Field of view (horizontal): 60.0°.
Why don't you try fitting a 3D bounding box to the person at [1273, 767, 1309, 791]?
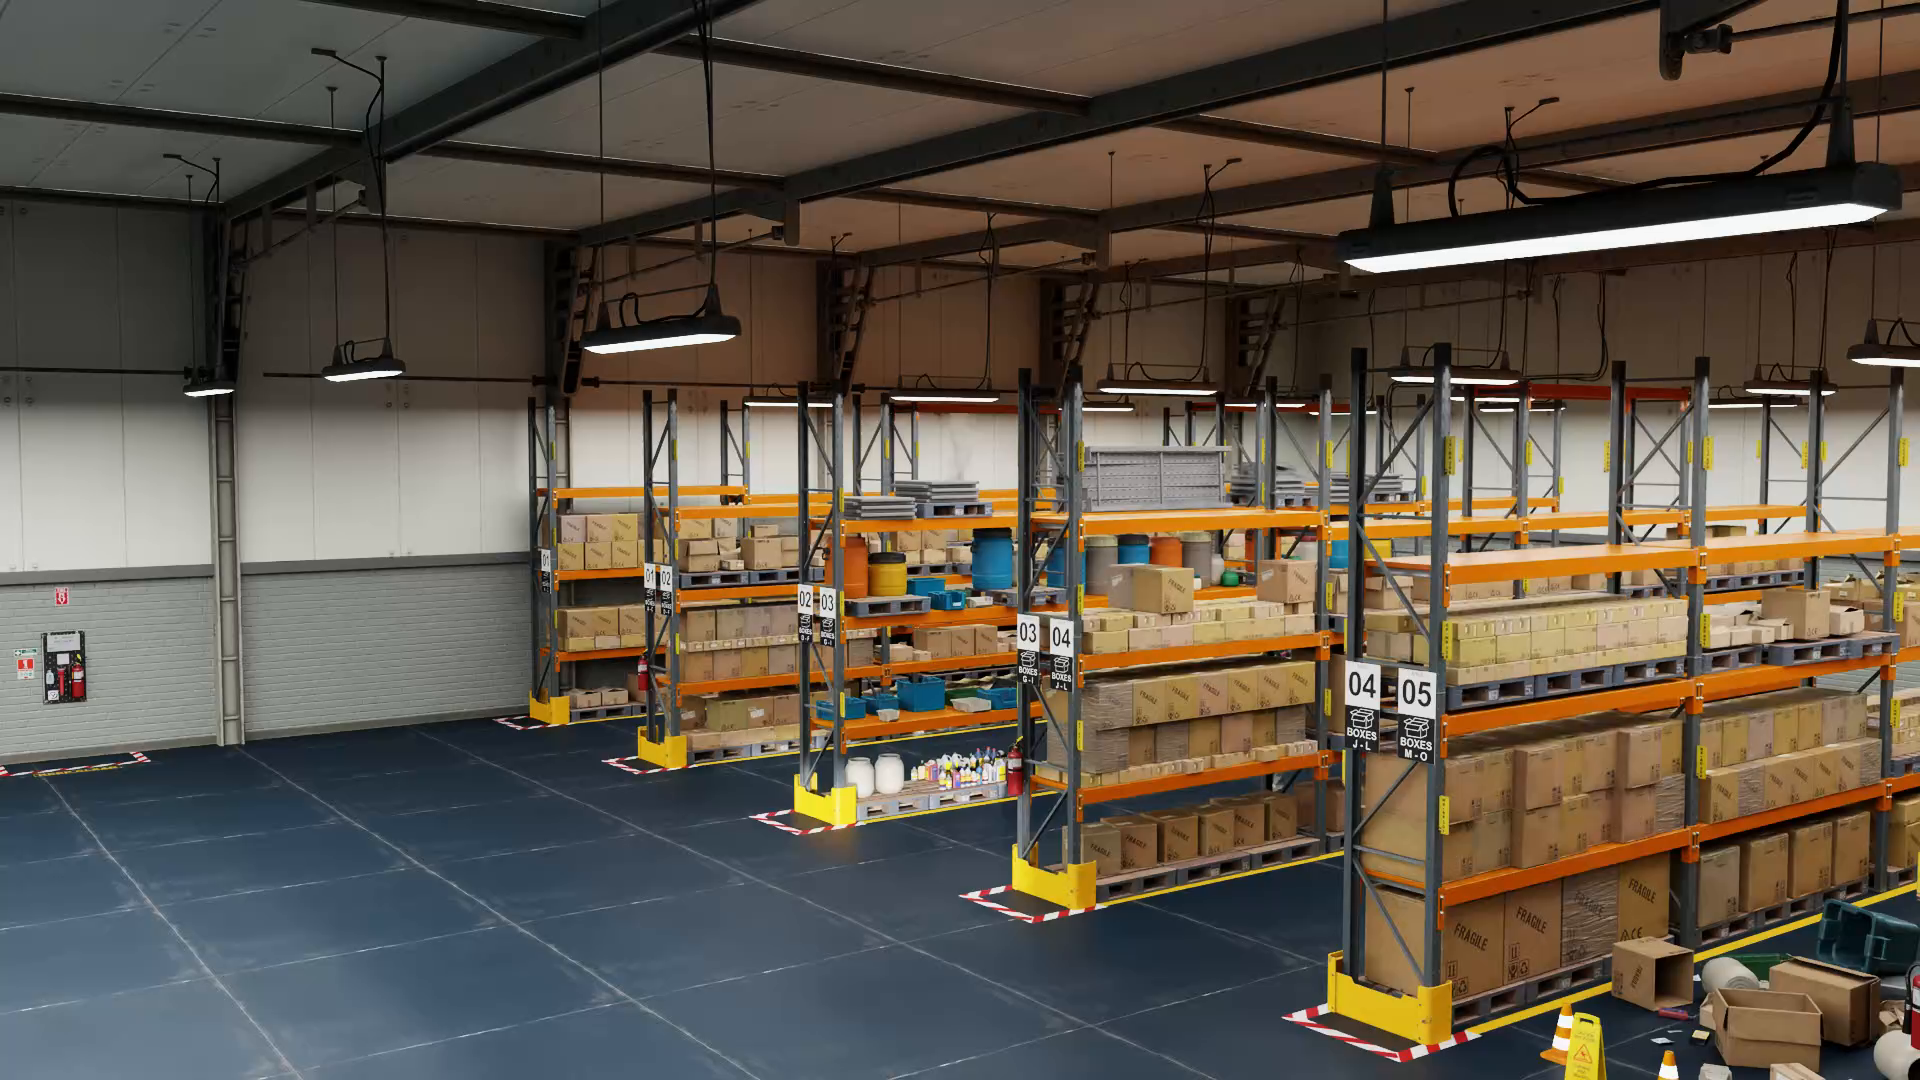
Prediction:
[{"bbox_3d":[4.896,2.941,24.815,0.853,1.571,0.530,-3,5,-44],"label":"person"}]
